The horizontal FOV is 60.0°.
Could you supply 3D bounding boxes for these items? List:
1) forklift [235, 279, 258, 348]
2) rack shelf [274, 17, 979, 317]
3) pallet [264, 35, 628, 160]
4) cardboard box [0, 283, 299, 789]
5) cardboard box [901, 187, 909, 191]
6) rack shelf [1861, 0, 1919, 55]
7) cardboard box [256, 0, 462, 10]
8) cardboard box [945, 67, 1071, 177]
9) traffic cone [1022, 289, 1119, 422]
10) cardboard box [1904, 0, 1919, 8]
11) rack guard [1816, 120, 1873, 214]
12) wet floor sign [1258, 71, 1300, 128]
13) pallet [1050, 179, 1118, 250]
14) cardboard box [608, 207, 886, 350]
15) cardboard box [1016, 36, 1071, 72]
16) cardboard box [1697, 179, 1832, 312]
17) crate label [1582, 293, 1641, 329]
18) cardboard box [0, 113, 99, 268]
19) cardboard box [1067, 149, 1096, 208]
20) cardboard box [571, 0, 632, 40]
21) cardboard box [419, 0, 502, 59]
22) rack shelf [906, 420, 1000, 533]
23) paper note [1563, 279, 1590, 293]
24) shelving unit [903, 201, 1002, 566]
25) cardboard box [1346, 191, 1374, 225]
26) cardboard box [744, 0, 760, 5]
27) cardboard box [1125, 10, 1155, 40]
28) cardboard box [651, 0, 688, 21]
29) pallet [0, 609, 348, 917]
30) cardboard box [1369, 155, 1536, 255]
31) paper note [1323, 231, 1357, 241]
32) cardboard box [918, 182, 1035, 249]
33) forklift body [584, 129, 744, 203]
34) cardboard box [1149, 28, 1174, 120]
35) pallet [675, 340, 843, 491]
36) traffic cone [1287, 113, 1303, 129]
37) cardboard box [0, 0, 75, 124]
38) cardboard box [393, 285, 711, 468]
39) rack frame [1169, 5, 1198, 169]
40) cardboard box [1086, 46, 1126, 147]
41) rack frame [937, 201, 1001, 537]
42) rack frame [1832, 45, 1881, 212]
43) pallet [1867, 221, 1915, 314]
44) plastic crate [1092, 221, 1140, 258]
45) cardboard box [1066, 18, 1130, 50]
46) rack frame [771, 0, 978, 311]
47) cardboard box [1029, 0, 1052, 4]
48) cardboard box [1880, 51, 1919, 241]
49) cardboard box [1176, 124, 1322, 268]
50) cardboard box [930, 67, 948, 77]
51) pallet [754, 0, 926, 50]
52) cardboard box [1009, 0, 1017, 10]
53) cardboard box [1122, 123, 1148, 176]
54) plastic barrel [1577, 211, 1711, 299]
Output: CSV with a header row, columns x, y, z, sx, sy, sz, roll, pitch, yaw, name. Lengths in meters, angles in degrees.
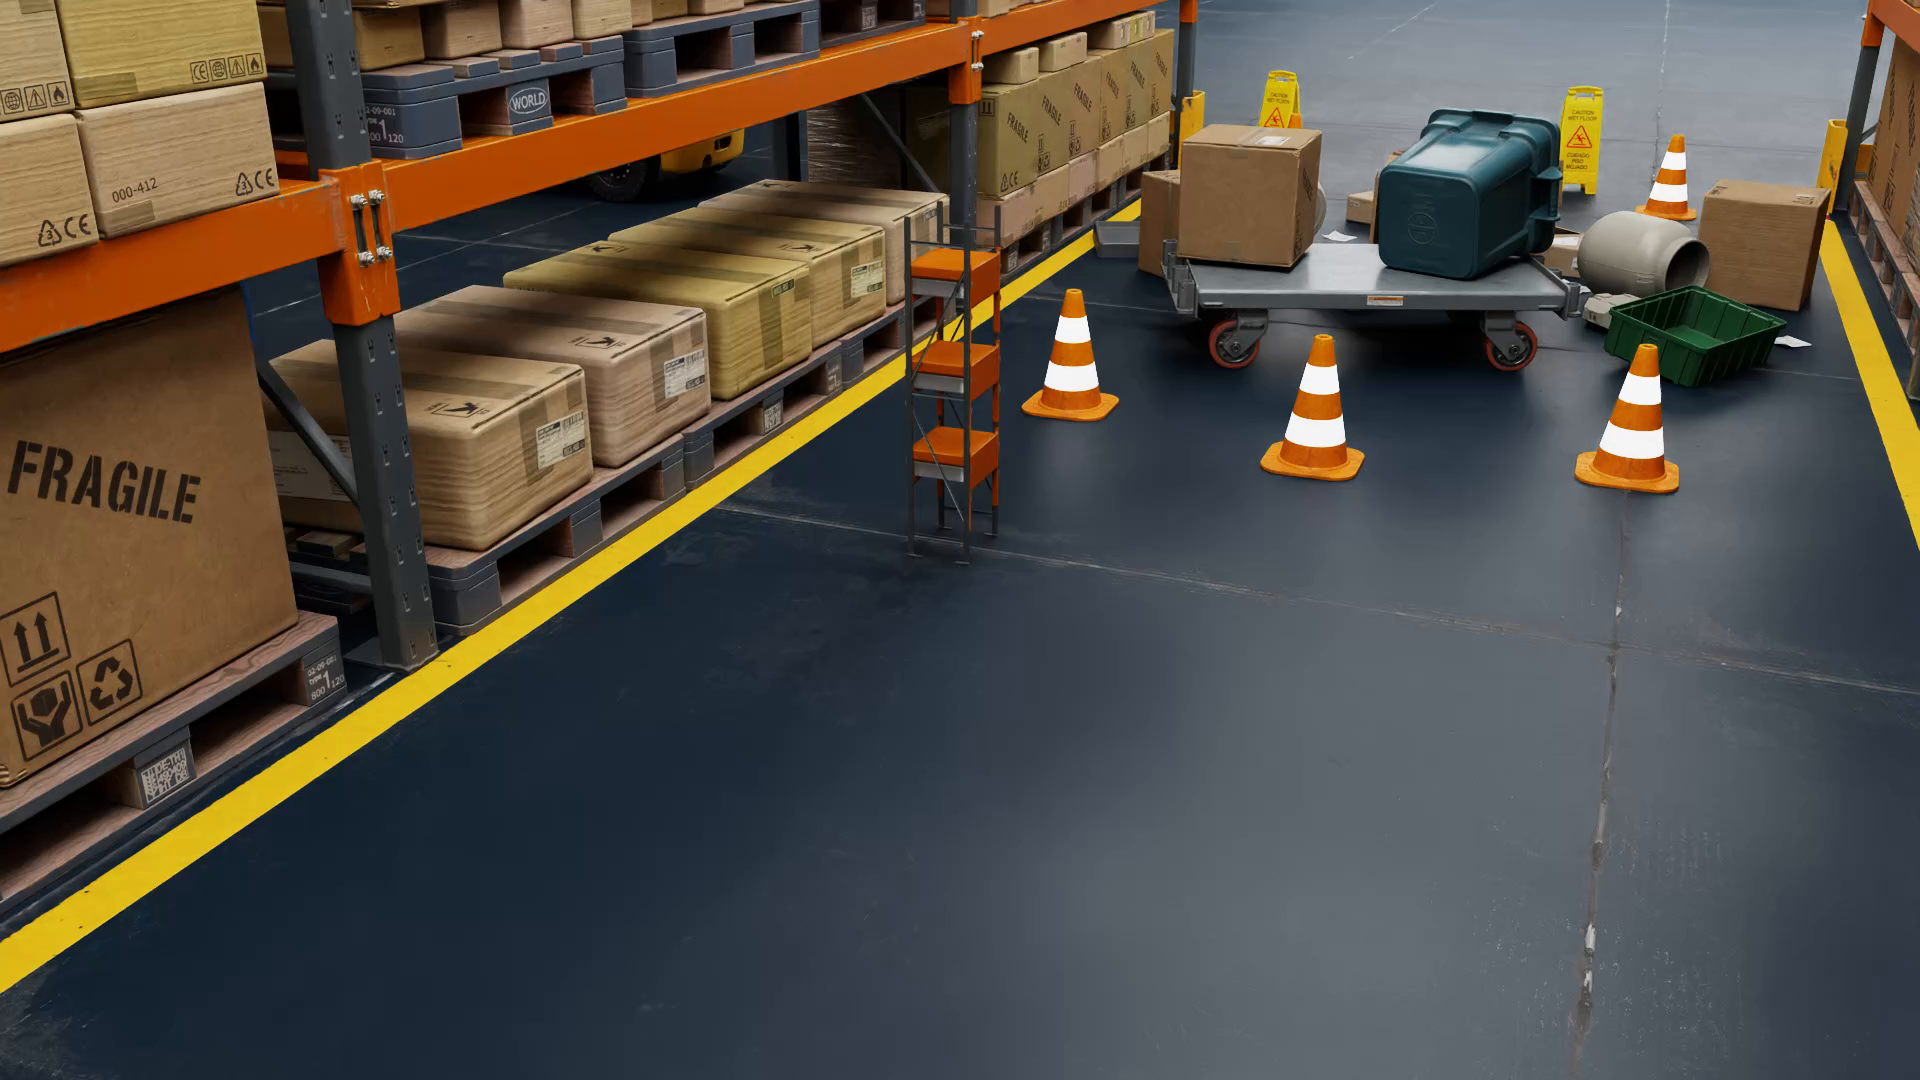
x,y,z,sx,sy,sz,roll,pitch,yaw,name
-3.761,-1.780,5.709,3.031,2.935,1.130,19,29,38,forklift
-1.150,-1.503,5.891,1.077,0.370,4.000,9,24,20,rack shelf
-1.727,-1.302,4.723,1.213,0.211,1.003,9,24,20,pallet
-2.227,-0.098,3.804,0.875,0.875,0.875,9,24,20,cardboard box
-0.437,-1.726,8.513,0.500,0.250,0.500,10,25,22,cardboard box
4.969,-2.262,7.708,1.077,0.370,4.000,9,24,20,rack shelf
-1.511,-1.625,4.188,0.500,0.500,0.500,8,24,19,cardboard box
0.250,-2.188,8.646,0.500,0.500,0.500,10,25,22,cardboard box
0.432,-0.736,6.413,0.336,0.463,0.334,9,24,20,traffic cone
5.107,-2.858,8.005,0.875,0.550,0.550,9,24,20,cardboard box
5.721,-2.165,9.785,1.175,0.500,0.348,9,24,20,rack guard
2.142,-2.811,11.142,0.267,0.644,0.232,19,29,38,wet floor sign
0.261,-1.948,9.640,1.003,0.211,1.213,9,24,20,pallet
-0.864,-1.087,6.824,0.950,0.372,0.625,10,25,23,cardboard box
0.354,-2.514,8.586,0.380,0.149,0.250,10,25,22,cardboard box
3.850,-1.429,8.019,0.500,0.500,0.500,13,26,29,cardboard box
2.987,-1.026,7.530,0.298,0.136,0.250,-7,24,-17,crate label
-2.015,-0.647,3.103,0.500,0.250,0.500,9,24,21,cardboard box
0.445,-2.032,9.244,0.500,0.250,0.500,8,24,19,cardboard box
-1.198,-1.570,4.899,0.380,0.149,0.250,9,24,20,cardboard box
-1.464,-1.384,4.452,0.380,0.149,0.250,7,24,17,cardboard box
-0.020,-0.199,5.113,0.215,0.259,0.240,9,24,20,rack shelf
3.031,-1.253,8.220,0.172,0.023,0.155,19,29,38,paper note
-0.020,-0.465,5.002,0.215,1.050,0.252,9,24,20,shelving unit
2.467,-1.909,9.628,0.250,0.149,0.380,-17,28,-35,cardboard box
-0.928,-1.963,5.838,0.380,0.149,0.250,8,24,18,cardboard box
0.949,-3.088,9.959,0.380,0.149,0.250,10,24,22,cardboard box
-1.112,-1.775,5.388,0.380,0.149,0.250,10,25,22,cardboard box
-2.256,0.438,3.927,1.003,0.211,1.213,9,24,20,pallet
2.437,-1.566,8.171,0.797,0.637,0.503,9,24,20,cardboard box
2.121,-1.702,9.299,0.148,0.019,0.142,19,29,38,paper note
0.063,-1.649,8.328,0.500,0.250,0.500,8,24,18,cardboard box
-2.542,-3.360,10.505,2.313,2.155,1.214,9,24,20,forklift body
1.023,-2.930,10.421,0.500,0.500,0.500,9,24,20,cardboard box
-1.147,-0.548,6.287,1.003,0.211,1.213,9,24,20,pallet
2.116,-2.473,10.571,0.336,0.463,0.334,9,24,20,traffic cone
-2.024,-0.888,3.029,0.500,0.250,0.500,8,24,19,cardboard box
-1.407,-0.567,5.580,0.950,0.372,0.625,8,24,19,cardboard box
1.078,-3.983,10.893,1.000,3.000,0.127,9,24,20,rack frame
0.638,-2.563,9.543,0.500,0.500,0.500,8,24,19,cardboard box
0.025,-0.509,5.106,0.200,1.050,0.008,9,24,20,rack frame
5.712,-3.310,9.283,1.000,3.000,0.127,9,24,20,rack frame
5.033,-1.291,8.067,1.003,0.211,1.213,9,24,20,pallet
0.937,-1.648,9.093,0.402,0.080,0.583,1,23,2,plastic crate
0.753,-2.904,9.519,0.380,0.149,0.250,10,25,22,cardboard box
-0.407,-2.551,7.466,1.000,3.000,0.127,9,24,20,rack frame
0.248,-2.783,8.346,0.380,0.149,0.250,10,25,22,cardboard box
5.196,-1.956,8.253,0.875,0.875,0.875,8,24,19,cardboard box
1.256,-1.503,7.217,0.500,0.500,0.500,9,24,20,cardboard box
-0.249,-2.255,8.806,0.500,0.500,0.500,9,24,21,cardboard box
-0.826,-2.210,6.898,1.003,0.211,1.213,9,24,20,pallet
0.053,-2.600,7.908,0.380,0.149,0.250,10,24,22,cardboard box
0.828,-2.396,10.116,0.500,0.250,0.500,9,24,20,cardboard box
3.223,-1.315,7.850,0.421,0.421,0.512,-12,25,-26,plastic barrel
